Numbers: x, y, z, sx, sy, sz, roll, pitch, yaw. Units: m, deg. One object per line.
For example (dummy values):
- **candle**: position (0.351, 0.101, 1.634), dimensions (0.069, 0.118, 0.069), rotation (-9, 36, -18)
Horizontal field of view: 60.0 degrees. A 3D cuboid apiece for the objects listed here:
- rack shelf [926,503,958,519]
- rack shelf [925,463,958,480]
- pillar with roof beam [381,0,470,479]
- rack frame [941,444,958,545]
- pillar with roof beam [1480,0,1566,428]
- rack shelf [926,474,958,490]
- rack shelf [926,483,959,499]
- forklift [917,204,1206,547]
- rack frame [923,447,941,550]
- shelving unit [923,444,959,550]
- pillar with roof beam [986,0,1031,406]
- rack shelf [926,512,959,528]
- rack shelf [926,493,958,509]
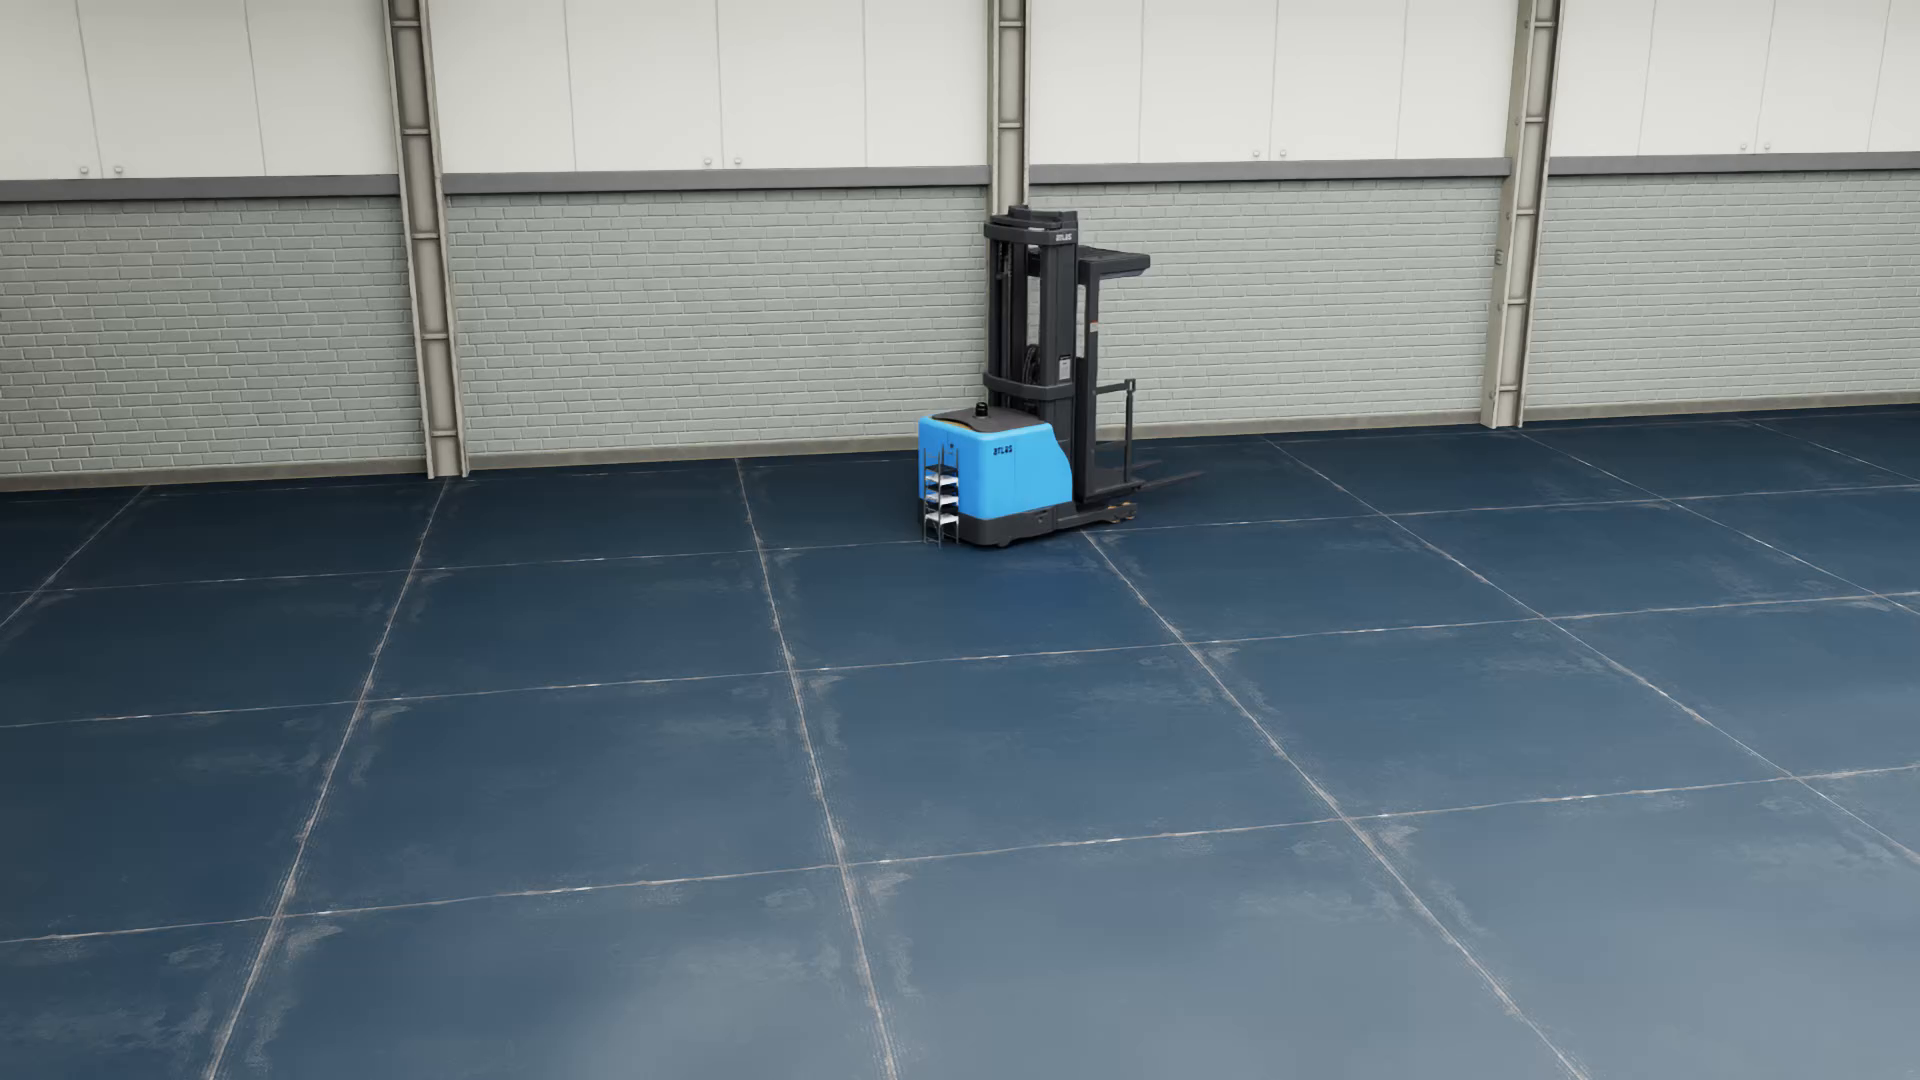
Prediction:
- **rack shelf**: position (-0.171, -0.272, 15.024), dimensions (0.200, 0.077, 0.258), rotation (-13, 21, -36)
- **rack shelf**: position (-0.171, -0.617, 14.919), dimensions (0.200, 0.077, 0.258), rotation (-13, 21, -36)
- **pillar with roof beam**: position (-4.564, -3.756, 12.153), dimensions (0.400, 9.000, 9.100), rotation (-3, 17, -10)
- **rack frame**: position (-0.091, -0.409, 15.048), dimensions (0.006, 0.900, 0.240), rotation (-13, 21, -36)
- **pillar with roof beam**: position (7.218, -4.425, 14.329), dimensions (0.400, 9.000, 9.100), rotation (-3, 17, -10)
- **rack shelf**: position (-0.171, -0.531, 14.945), dimensions (0.200, 0.077, 0.258), rotation (-13, 21, -36)
- **rack shelf**: position (-0.171, -0.444, 14.972), dimensions (0.200, 0.077, 0.258), rotation (-13, 21, -36)
- **forklift**: position (1.075, -1.667, 15.686), dimensions (3.031, 2.935, 1.130), rotation (-13, 21, -36)
- **rack frame**: position (-0.251, -0.372, 14.928), dimensions (0.006, 0.900, 0.240), rotation (-13, 21, -36)
- **shelving unit**: position (-0.171, -0.390, 14.988), dimensions (0.210, 0.900, 0.258), rotation (-13, 21, -36)
- **pillar with roof beam**: position (1.327, -4.090, 13.241), dimensions (0.400, 9.000, 9.100), rotation (-3, 17, -10)
- **rack shelf**: position (-0.171, -0.186, 15.051), dimensions (0.200, 0.077, 0.258), rotation (-13, 21, -36)
- **rack shelf**: position (-0.171, -0.358, 14.998), dimensions (0.200, 0.077, 0.258), rotation (-13, 21, -36)
